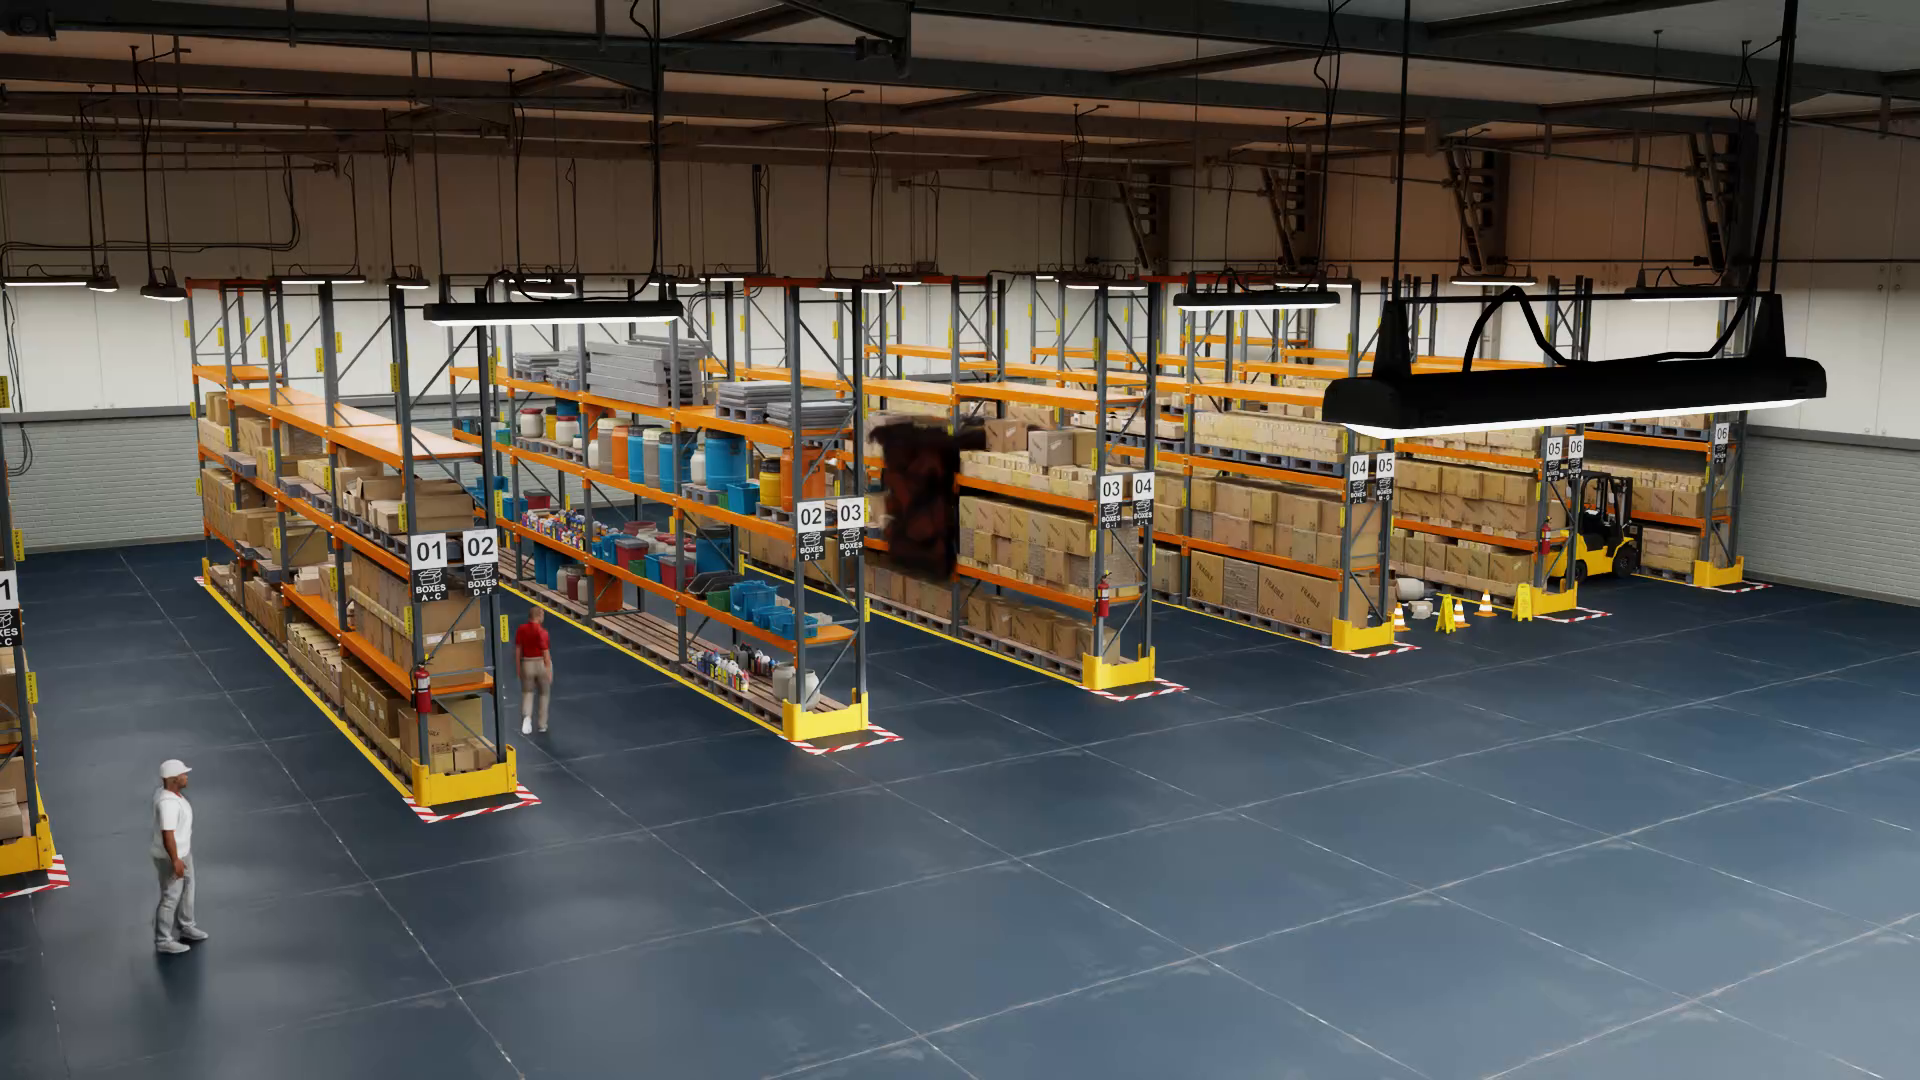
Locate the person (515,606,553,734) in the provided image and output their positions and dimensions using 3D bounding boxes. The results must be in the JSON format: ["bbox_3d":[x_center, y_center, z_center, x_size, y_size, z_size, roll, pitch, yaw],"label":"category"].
[{"bbox_3d":[-5.738,1.746,22.362,0.517,1.719,0.535,0,10,-1],"label":"person"}]

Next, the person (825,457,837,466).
[{"bbox_3d":[-3.291,-1.445,41.133,0.541,1.774,0.507,6,11,32],"label":"person"}]

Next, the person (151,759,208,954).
[{"bbox_3d":[-7.282,2.906,15.420,0.437,1.769,0.651,-2,10,-13],"label":"person"}]
